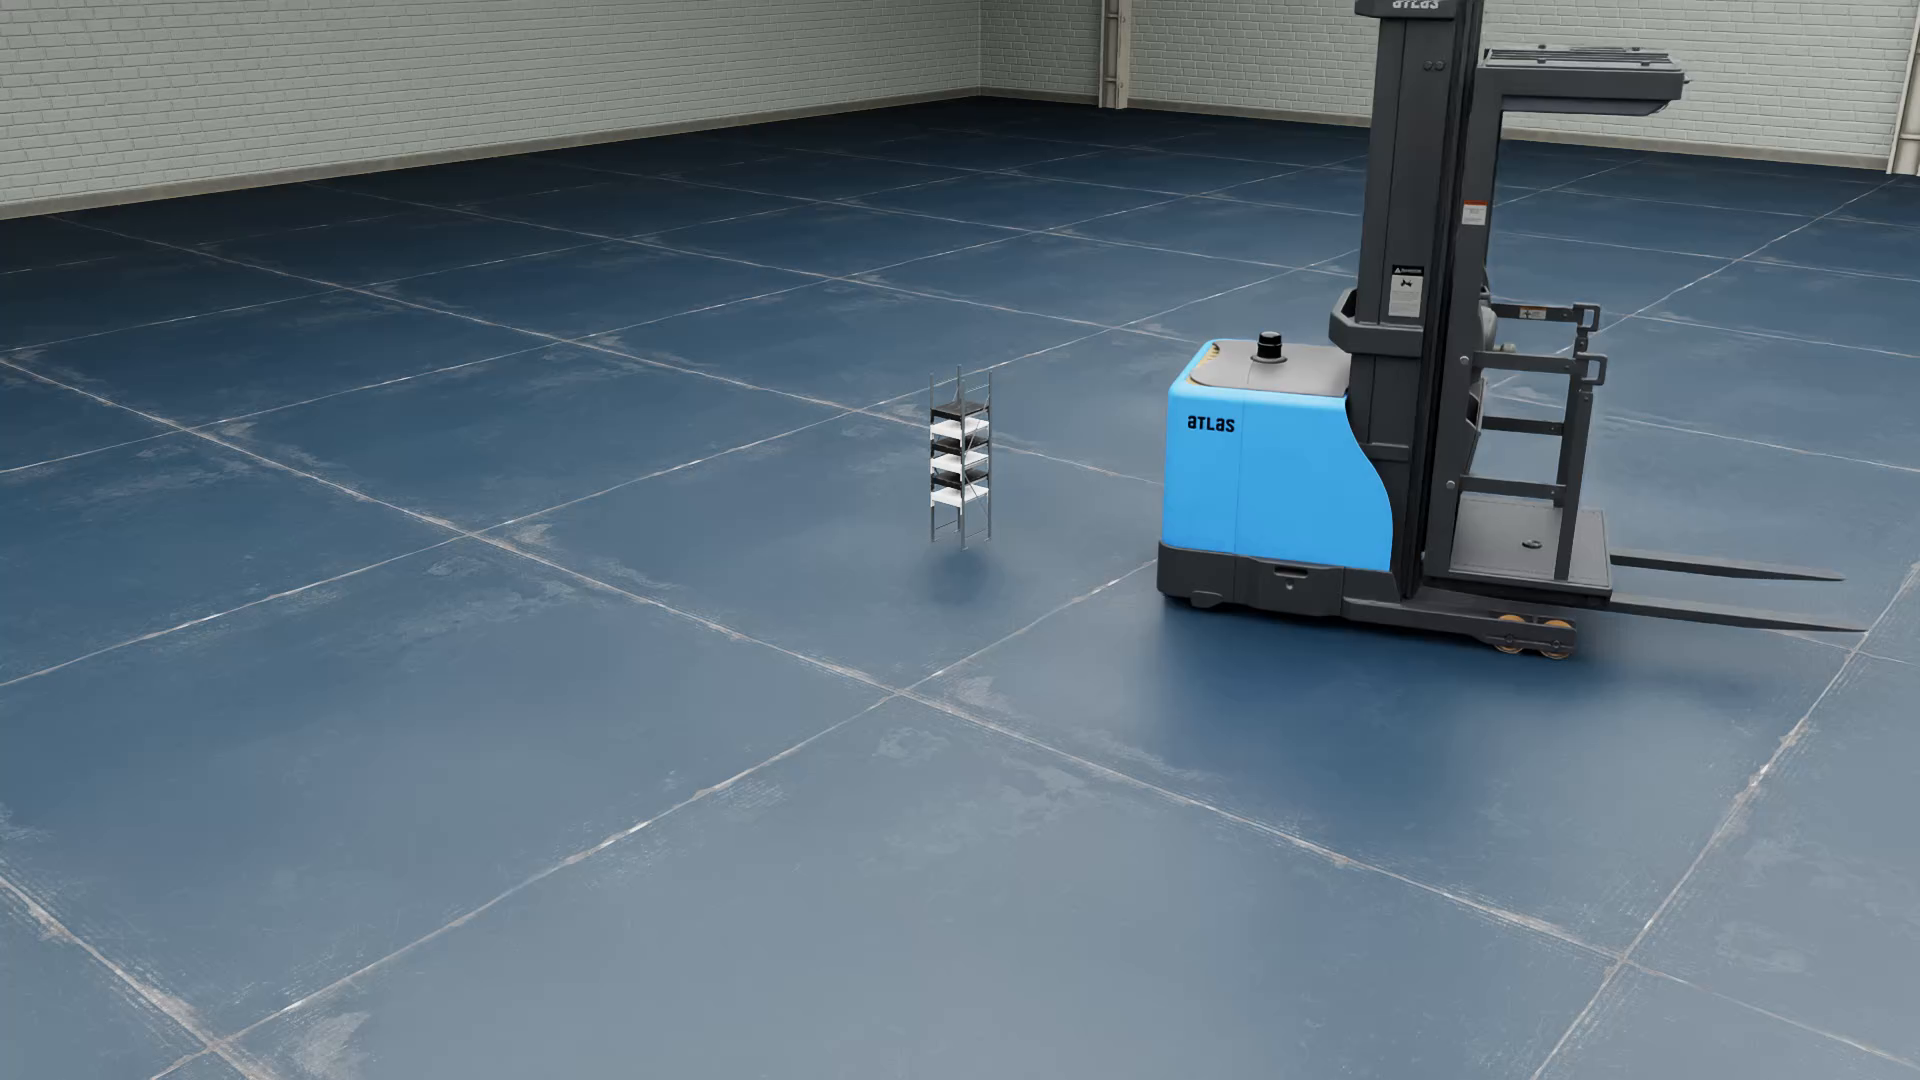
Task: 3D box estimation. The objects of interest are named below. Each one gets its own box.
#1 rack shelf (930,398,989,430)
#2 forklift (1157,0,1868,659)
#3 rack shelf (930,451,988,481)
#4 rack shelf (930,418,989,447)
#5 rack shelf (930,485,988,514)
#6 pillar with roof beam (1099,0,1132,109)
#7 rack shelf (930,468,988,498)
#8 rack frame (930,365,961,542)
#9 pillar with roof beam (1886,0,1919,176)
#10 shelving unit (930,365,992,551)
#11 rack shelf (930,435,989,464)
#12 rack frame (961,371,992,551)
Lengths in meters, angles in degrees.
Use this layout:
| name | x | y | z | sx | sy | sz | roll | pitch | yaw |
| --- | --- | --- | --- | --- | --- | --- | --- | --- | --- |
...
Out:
| name | x | y | z | sx | sy | sz | roll | pitch | yaw |
| --- | --- | --- | --- | --- | --- | --- | --- | --- | --- |
| rack shelf | 0.006 | -0.641 | 8.421 | 0.200 | 0.077 | 0.258 | 16 | 26 | 36 |
| forklift | 2.505 | -1.061 | 7.327 | 3.031 | 2.935 | 1.130 | 7 | 22 | 17 |
| rack shelf | 0.006 | -0.388 | 8.516 | 0.200 | 0.077 | 0.258 | 16 | 26 | 36 |
| rack shelf | 0.006 | -0.556 | 8.453 | 0.200 | 0.077 | 0.258 | 16 | 26 | 36 |
| rack shelf | 0.006 | -0.220 | 8.580 | 0.200 | 0.077 | 0.258 | 16 | 26 | 36 |
| pillar with roof beam | -0.143 | -10.314 | 23.265 | 0.400 | 9.000 | 9.100 | 16 | 26 | 36 |
| rack shelf | 0.006 | -0.304 | 8.548 | 0.200 | 0.077 | 0.258 | 16 | 26 | 36 |
| rack frame | -0.072 | -0.442 | 8.565 | 0.006 | 0.900 | 0.240 | 16 | 26 | 36 |
| pillar with roof beam | 9.153 | -7.637 | 16.166 | 0.400 | 9.000 | 9.100 | 16 | 26 | 36 |
| shelving unit | 0.006 | -0.419 | 8.505 | 0.210 | 0.900 | 0.258 | 16 | 26 | 36 |
| rack shelf | 0.006 | -0.472 | 8.485 | 0.200 | 0.077 | 0.258 | 16 | 26 | 36 |
| rack frame | 0.085 | -0.397 | 8.444 | 0.006 | 0.900 | 0.240 | 16 | 26 | 36 |
